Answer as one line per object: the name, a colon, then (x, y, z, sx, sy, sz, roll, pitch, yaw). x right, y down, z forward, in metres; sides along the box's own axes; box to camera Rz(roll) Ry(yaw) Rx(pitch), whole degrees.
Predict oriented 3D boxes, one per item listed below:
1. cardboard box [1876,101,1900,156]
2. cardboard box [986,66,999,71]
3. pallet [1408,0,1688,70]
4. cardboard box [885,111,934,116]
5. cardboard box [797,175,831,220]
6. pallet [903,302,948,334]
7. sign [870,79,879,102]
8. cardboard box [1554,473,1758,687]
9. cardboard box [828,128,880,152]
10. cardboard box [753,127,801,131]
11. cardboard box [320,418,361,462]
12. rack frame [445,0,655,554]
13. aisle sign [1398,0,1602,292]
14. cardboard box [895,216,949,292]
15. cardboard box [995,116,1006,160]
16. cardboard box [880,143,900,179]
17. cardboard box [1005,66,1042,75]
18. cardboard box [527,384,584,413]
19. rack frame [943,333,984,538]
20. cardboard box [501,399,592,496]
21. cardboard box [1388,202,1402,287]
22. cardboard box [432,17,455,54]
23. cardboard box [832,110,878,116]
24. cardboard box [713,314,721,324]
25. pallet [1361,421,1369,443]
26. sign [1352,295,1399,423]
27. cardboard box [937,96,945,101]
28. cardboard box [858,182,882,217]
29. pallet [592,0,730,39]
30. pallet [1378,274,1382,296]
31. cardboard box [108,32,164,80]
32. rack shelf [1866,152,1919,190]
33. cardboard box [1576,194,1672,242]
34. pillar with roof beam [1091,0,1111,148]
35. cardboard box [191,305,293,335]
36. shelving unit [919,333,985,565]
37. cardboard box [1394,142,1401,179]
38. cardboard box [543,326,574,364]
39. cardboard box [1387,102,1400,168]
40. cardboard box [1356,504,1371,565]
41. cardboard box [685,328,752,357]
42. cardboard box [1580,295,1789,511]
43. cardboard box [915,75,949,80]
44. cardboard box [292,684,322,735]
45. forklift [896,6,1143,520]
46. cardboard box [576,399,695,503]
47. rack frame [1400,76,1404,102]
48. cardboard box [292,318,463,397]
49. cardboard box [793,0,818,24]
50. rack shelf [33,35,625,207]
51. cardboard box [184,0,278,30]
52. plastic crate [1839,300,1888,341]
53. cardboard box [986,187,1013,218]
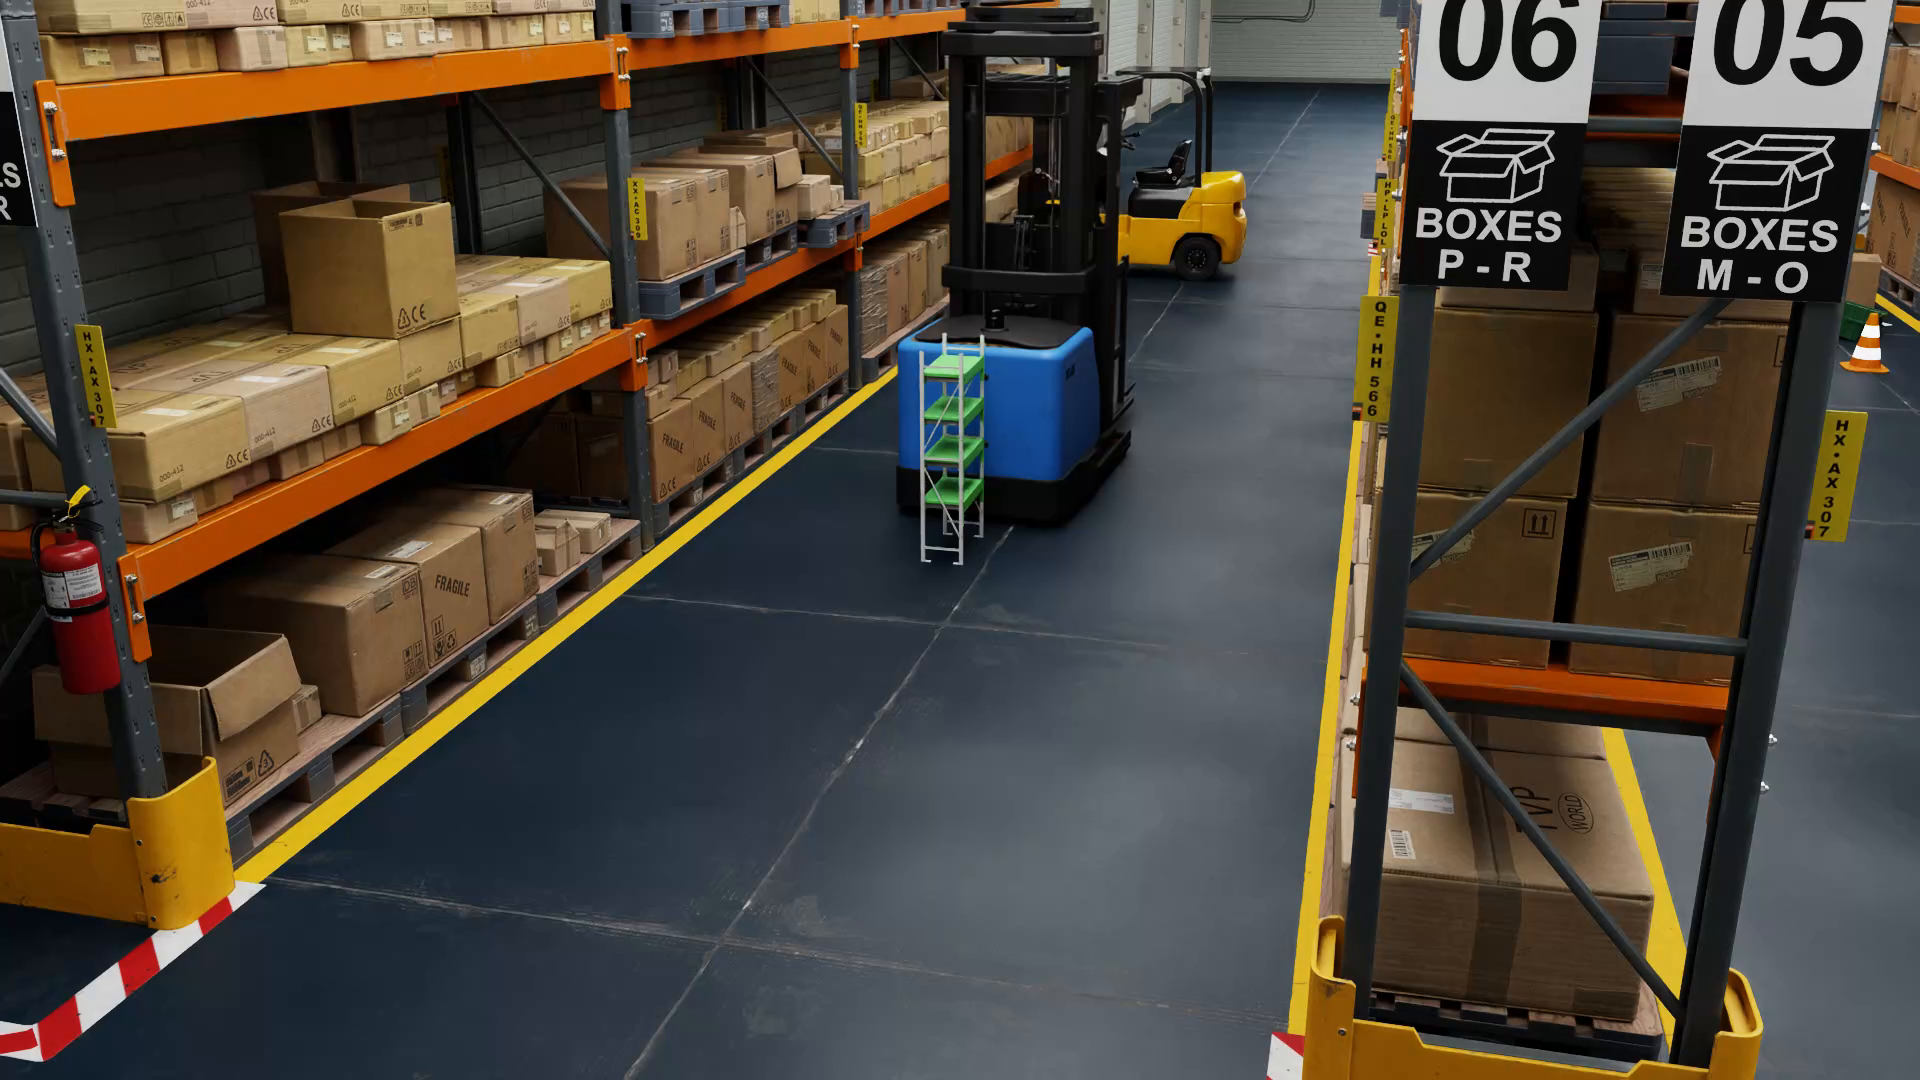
cardboard box: (10.271, -4.359, 17.576, 0.875, 0.550, 0.550, 5, 19, 13)
cardboard box: (0.242, -5.401, 19.241, 0.380, 0.149, 0.250, 5, 19, 14)
pallet: (2.051, -1.746, 5.656, 1.003, 0.211, 1.213, 5, 19, 13)
cardboard box: (-0.450, -3.731, 14.811, 0.380, 0.149, 0.250, 5, 19, 14)
cardboard box: (-1.220, -2.422, 11.719, 0.500, 0.250, 0.500, 4, 19, 11)
pallet: (-0.737, -1.967, 15.119, 1.003, 0.211, 1.213, 5, 19, 13)
sign: (-0.837, -4.394, 16.451, 0.100, 0.325, 0.005, 5, 19, 13)
cardboard box: (1.979, 0.073, 4.679, 0.500, 0.500, 0.500, 5, 19, 13)
cardboard box: (-0.849, -3.165, 13.155, 0.380, 0.149, 0.250, 5, 20, 15)
cardboard box: (-1.437, -3.213, 13.296, 0.380, 0.149, 0.250, 5, 20, 15)
cardboard box: (-2.656, -0.432, 6.700, 0.380, 0.149, 0.250, 5, 19, 14)
rack frame: (-2.253, -1.397, 9.136, 1.000, 3.000, 0.127, 5, 19, 13)
aisle sign: (1.265, -0.984, 3.906, 0.394, 0.787, 0.004, 5, 19, 13)
cardboard box: (-0.415, -2.815, 16.311, 0.875, 0.625, 0.625, 6, 20, 16)
cardboard box: (0.174, -4.234, 17.289, 0.500, 0.500, 0.500, 5, 19, 14)
cardboard box: (-0.807, -3.092, 13.559, 0.500, 0.250, 0.500, 5, 20, 15)
cardboard box: (0.728, -5.360, 19.121, 0.380, 0.149, 0.250, 5, 20, 15)
cardboard box: (-2.443, -0.857, 9.771, 0.380, 0.149, 0.250, 4, 19, 11)
rack frame: (0.019, -0.592, 9.566, 0.240, 1.200, 0.015, 5, 19, 13)
cardboard box: (-2.420, -0.590, 9.991, 0.500, 0.500, 0.500, 5, 19, 13)
cardboard box: (1.944, -1.079, 6.503, 0.500, 0.500, 0.500, 5, 19, 14)
cardboard box: (-2.405, -2.164, 7.129, 0.380, 0.149, 0.250, 5, 19, 14)
cardboard box: (-0.955, -3.770, 14.925, 0.380, 0.149, 0.250, 5, 19, 13)
cardboard box: (-1.936, -1.591, 11.919, 0.380, 0.149, 0.250, 4, 19, 11)
pallet: (3.272, -0.699, 11.407, 1.003, 0.211, 1.213, 5, 19, 13)
sign: (1.061, -0.459, 4.234, 0.100, 0.325, 0.005, 5, 19, 13)
cardboard box: (-0.369, -4.543, 17.189, 0.380, 0.149, 0.250, 5, 20, 15)
cardboard box: (-0.931, -2.699, 13.181, 0.500, 0.250, 0.500, 5, 19, 14)
pallet: (-2.026, -2.926, 9.263, 1.213, 0.211, 1.003, 5, 19, 13)
pallet: (4.645, -2.407, 16.408, 1.003, 0.211, 1.213, 5, 19, 13)
cardboard box: (-2.889, -1.609, 5.506, 0.380, 0.149, 0.250, 5, 19, 14)
rack shelf: (9.829, -3.440, 16.232, 1.077, 0.370, 4.000, 5, 19, 13)
cardboard box: (2.168, -0.999, 5.268, 0.380, 0.149, 0.250, 5, 19, 14)
pillar with roof beam: (6.741, -11.271, 28.763, 9.100, 9.000, 0.400, 5, 19, 13)
cardboard box: (-2.995, -0.858, 7.331, 0.500, 0.250, 0.500, 5, 19, 13)
shelving unit: (-0.040, -0.516, 9.342, 0.258, 1.200, 0.503, 5, 19, 13)
cardboard box: (2.546, -1.849, 8.758, 0.500, 0.500, 0.500, 5, 19, 14)
cardboard box: (-2.169, -0.991, 8.337, 0.380, 0.149, 0.250, 5, 20, 15)
cardboard box: (3.618, -3.132, 12.952, 0.500, 0.500, 0.500, 3, 19, 10)
cardboard box: (2.303, 0.196, 7.786, 0.875, 0.438, 0.875, 4, 19, 13)
cardboard box: (-1.612, -1.312, 11.102, 0.380, 0.149, 0.250, 5, 19, 14)
cardboard box: (1.977, -0.400, 4.518, 0.500, 0.500, 0.500, 4, 19, 12)
cardboard box: (-0.277, -4.845, 17.615, 0.380, 0.149, 0.250, 4, 19, 12)
cardboard box: (-2.848, 0.693, 6.778, 0.380, 0.149, 0.250, 4, 19, 11)
forklift: (0.541, -1.944, 10.845, 1.130, 2.935, 3.031, 6, 20, 16)
cardboard box: (-1.917, -0.546, 9.864, 0.500, 0.500, 0.500, 6, 20, 16)
rack frame: (3.538, -2.259, 11.662, 1.000, 3.000, 0.127, 5, 19, 13)
cardboard box: (-2.511, -0.813, 7.198, 0.500, 0.250, 0.500, 4, 19, 12)
cardboard box: (-1.288, -3.661, 11.357, 0.500, 0.250, 0.500, 5, 19, 14)
rack shelf: (-2.742, -1.849, 6.932, 1.077, 0.370, 4.000, 5, 19, 13)
cardboard box: (-2.753, -1.911, 5.771, 0.500, 0.250, 0.500, 5, 19, 14)
plastic crate: (8.112, -2.008, 15.188, 0.450, 0.188, 0.662, 29, 33, 36)
cardboard box: (0.259, -3.561, 17.530, 0.500, 0.250, 0.500, 5, 19, 13)
